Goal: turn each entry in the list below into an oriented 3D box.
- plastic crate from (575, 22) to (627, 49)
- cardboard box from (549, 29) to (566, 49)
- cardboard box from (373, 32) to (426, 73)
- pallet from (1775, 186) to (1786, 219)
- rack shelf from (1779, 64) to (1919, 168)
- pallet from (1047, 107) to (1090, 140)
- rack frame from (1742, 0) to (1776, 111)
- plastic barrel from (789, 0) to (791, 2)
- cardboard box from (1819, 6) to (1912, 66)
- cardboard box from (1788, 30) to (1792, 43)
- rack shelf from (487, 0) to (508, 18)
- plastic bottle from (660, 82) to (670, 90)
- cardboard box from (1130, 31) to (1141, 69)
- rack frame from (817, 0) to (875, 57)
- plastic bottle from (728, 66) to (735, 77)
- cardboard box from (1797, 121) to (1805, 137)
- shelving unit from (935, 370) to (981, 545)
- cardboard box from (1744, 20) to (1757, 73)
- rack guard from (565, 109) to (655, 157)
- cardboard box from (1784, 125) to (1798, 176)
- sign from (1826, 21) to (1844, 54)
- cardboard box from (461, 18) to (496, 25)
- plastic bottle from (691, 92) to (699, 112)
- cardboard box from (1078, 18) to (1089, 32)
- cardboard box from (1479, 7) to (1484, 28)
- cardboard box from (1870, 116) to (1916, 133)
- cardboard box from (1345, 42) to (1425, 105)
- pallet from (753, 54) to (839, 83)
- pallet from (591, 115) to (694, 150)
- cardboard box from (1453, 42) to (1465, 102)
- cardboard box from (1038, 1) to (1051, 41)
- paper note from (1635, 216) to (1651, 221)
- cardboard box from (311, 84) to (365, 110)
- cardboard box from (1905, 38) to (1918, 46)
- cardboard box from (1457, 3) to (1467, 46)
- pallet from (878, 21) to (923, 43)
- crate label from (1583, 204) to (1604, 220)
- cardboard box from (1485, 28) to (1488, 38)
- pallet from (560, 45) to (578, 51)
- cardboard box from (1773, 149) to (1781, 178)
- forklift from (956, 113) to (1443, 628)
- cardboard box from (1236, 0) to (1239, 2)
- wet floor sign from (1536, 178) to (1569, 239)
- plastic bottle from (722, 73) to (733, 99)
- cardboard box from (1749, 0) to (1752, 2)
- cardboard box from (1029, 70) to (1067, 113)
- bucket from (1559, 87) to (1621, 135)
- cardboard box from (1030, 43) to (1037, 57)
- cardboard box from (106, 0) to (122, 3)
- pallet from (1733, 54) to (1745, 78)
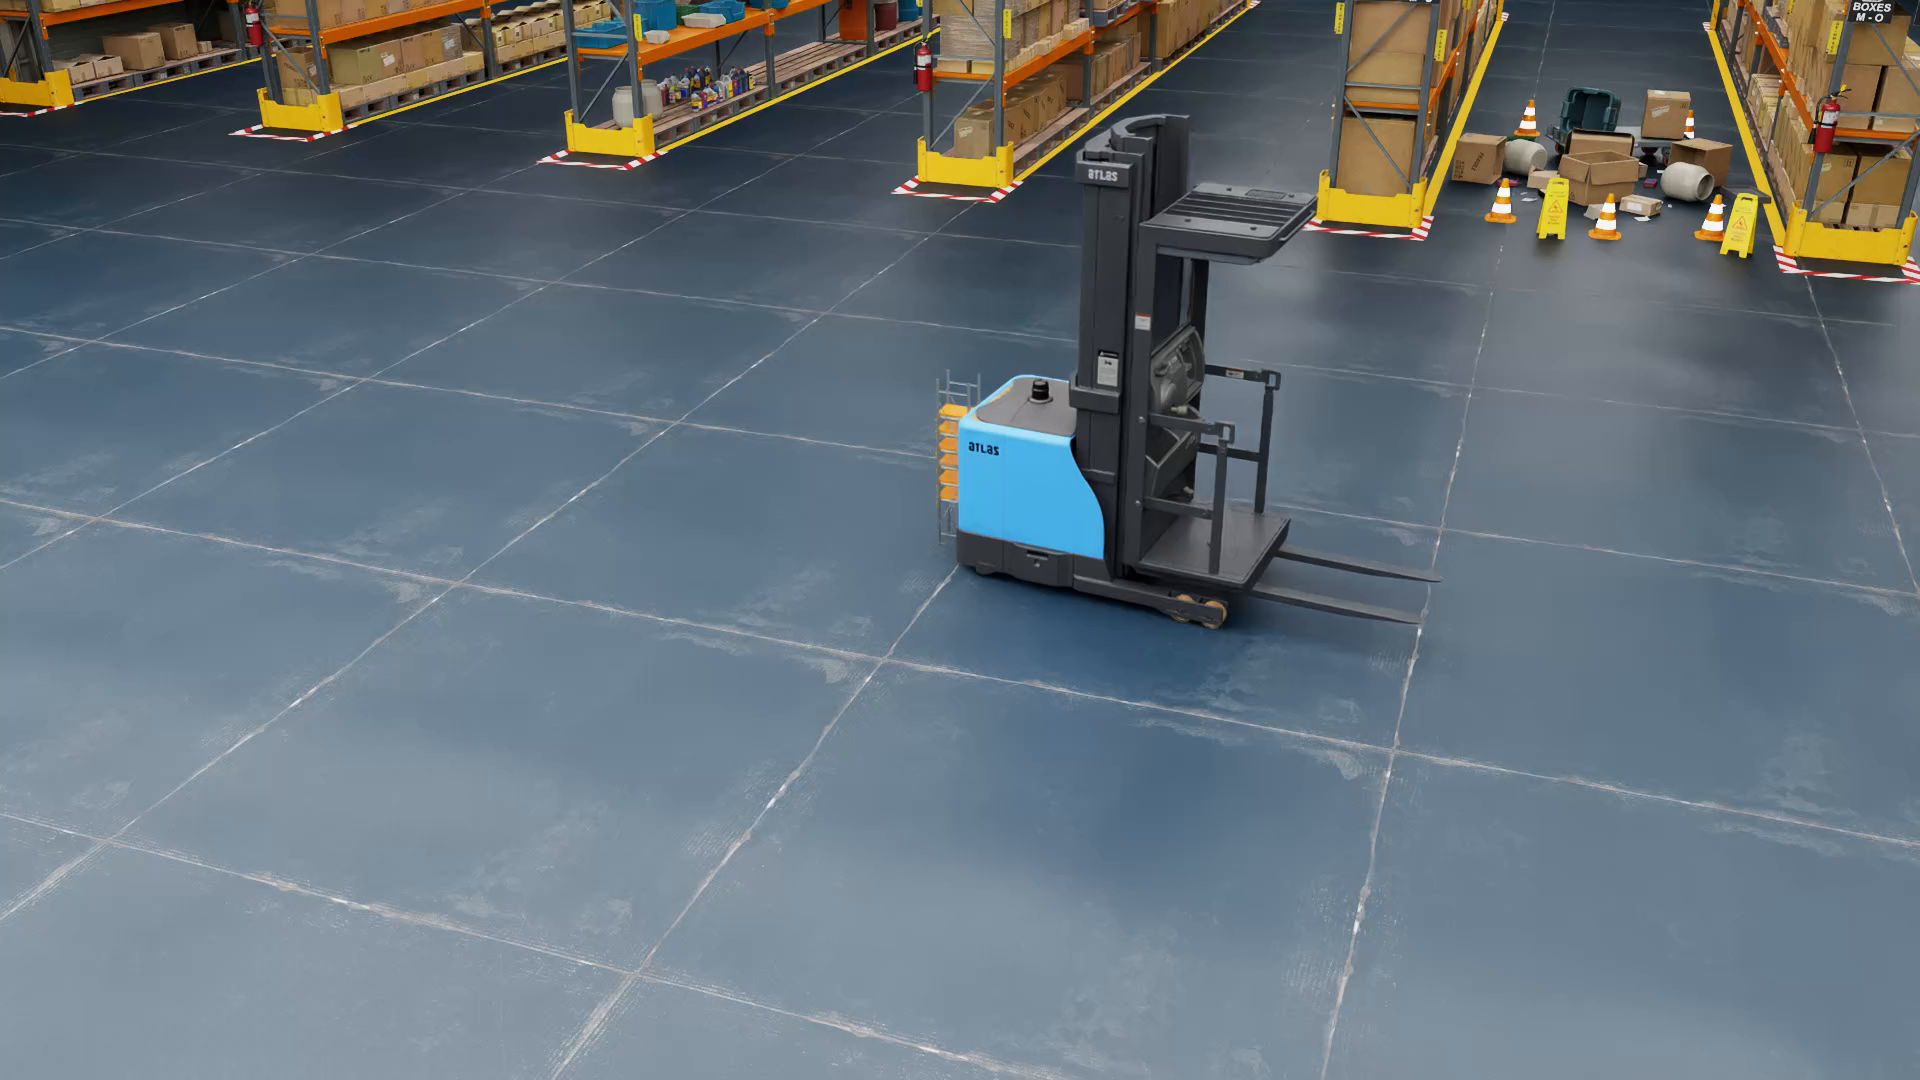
[{"bbox_3d":[-4.745,-6.681,22.001,0.499,0.251,0.616,9,27,17],"label":"plastic crate"},{"bbox_3d":[-7.089,-8.576,28.417,0.500,0.250,0.500,9,27,18],"label":"cardboard box"},{"bbox_3d":[-8.409,-7.312,24.946,0.500,0.500,0.500,9,27,17],"label":"cardboard box"},{"bbox_3d":[10.123,-3.948,19.386,1.003,0.211,1.213,9,27,17],"label":"pallet"},{"bbox_3d":[10.052,-4.842,18.857,1.077,0.370,4.000,9,27,17],"label":"rack shelf"},{"bbox_3d":[1.182,-5.888,23.393,1.003,0.211,1.213,9,27,17],"label":"pallet"},{"bbox_3d":[12.049,-7.631,23.793,1.000,3.000,0.127,9,27,17],"label":"rack frame"},{"bbox_3d":[-2.773,-8.565,25.566,0.433,0.535,0.433,0,26,0],"label":"plastic barrel"},{"bbox_3d":[9.351,-5.214,17.197,0.700,0.500,0.500,8,27,16],"label":"cardboard box"},{"bbox_3d":[10.629,-6.315,20.880,0.380,0.149,0.250,9,27,18],"label":"cardboard box"},{"bbox_3d":[-7.302,-9.361,28.190,1.077,0.370,4.000,9,27,17],"label":"rack shelf"},{"bbox_3d":[-4.276,-6.446,23.965,0.152,0.276,0.135,8,27,16],"label":"plastic bottle"},{"bbox_3d":[2.499,-7.863,26.635,0.700,0.500,0.500,7,27,15],"label":"cardboard box"},{"bbox_3d":[-1.967,-9.786,28.244,1.000,3.000,0.127,9,27,17],"label":"rack frame"},{"bbox_3d":[-3.377,-6.863,24.741,0.144,0.351,0.185,9,27,17],"label":"plastic bottle"},{"bbox_3d":[9.553,-4.555,18.508,0.380,0.149,0.250,9,27,18],"label":"cardboard box"},{"bbox_3d":[-0.011,-0.536,11.203,0.258,1.200,0.189,10,27,19],"label":"shelving unit"},{"bbox_3d":[12.956,-7.869,26.240,0.875,0.875,0.875,10,27,19],"label":"cardboard box"},{"bbox_3d":[-4.648,-5.412,22.077,1.175,0.500,0.348,9,27,17],"label":"rack guard"},{"bbox_3d":[9.752,-4.421,18.975,0.500,0.500,0.500,8,27,16],"label":"cardboard box"},{"bbox_3d":[8.870,-5.096,16.865,0.100,0.325,0.005,9,27,17],"label":"sign"},{"bbox_3d":[-7.936,-8.489,27.594,0.500,0.311,0.500,10,27,19],"label":"cardboard box"},{"bbox_3d":[-3.732,-6.169,23.398,0.097,0.271,0.097,0,26,0],"label":"plastic bottle"},{"bbox_3d":[1.578,-7.180,23.150,0.380,0.149,0.250,9,27,17],"label":"cardboard box"},{"bbox_3d":[8.323,-8.581,27.281,0.500,0.250,0.500,8,27,15],"label":"cardboard box"},{"bbox_3d":[9.695,-4.340,17.284,0.380,0.149,0.250,9,27,18],"label":"cardboard box"},{"bbox_3d":[4.766,-5.246,18.695,0.875,0.550,0.550,9,27,17],"label":"cardboard box"},{"bbox_3d":[-2.669,-7.719,27.174,1.003,0.211,1.213,9,27,17],"label":"pallet"},{"bbox_3d":[-4.373,-5.615,22.828,1.003,0.211,1.213,9,27,17],"label":"pallet"},{"bbox_3d":[6.772,-6.887,24.355,1.050,0.750,0.750,9,27,18],"label":"cardboard box"},{"bbox_3d":[0.688,-6.807,21.635,0.875,0.500,0.500,9,27,17],"label":"cardboard box"},{"bbox_3d":[7.824,-3.684,19.048,0.148,0.019,0.142,0,26,-1],"label":"paper note"},{"bbox_3d":[-8.911,-6.358,23.837,0.500,0.250,0.500,9,27,17],"label":"cardboard box"},{"bbox_3d":[10.305,-5.310,18.542,0.500,0.500,0.500,8,27,16],"label":"cardboard box"},{"bbox_3d":[6.445,-6.886,22.138,0.500,0.500,0.500,9,27,18],"label":"cardboard box"},{"bbox_3d":[-1.336,-9.361,30.565,1.003,0.211,1.213,9,27,17],"label":"pallet"},{"bbox_3d":[7.356,-3.772,19.107,0.250,0.136,0.298,-5,26,-9],"label":"crate label"},{"bbox_3d":[9.102,-8.960,29.327,0.380,0.149,0.250,8,27,15],"label":"cardboard box"},{"bbox_3d":[-6.948,-8.919,29.652,1.003,0.211,1.213,9,27,17],"label":"pallet"},{"bbox_3d":[10.100,-4.514,20.029,0.500,0.250,0.500,10,28,20],"label":"cardboard box"},{"bbox_3d":[1.531,-1.034,10.247,3.031,2.935,1.130,12,28,23],"label":"forklift"},{"bbox_3d":[5.228,-11.314,33.355,0.875,0.875,0.875,9,27,17],"label":"cardboard box"},{"bbox_3d":[6.543,-3.661,18.295,0.267,0.644,0.232,4,26,8],"label":"wet floor sign"},{"bbox_3d":[-3.412,-6.630,24.261,0.144,0.351,0.185,9,27,17],"label":"plastic bottle"},{"bbox_3d":[12.453,-8.440,25.634,0.500,0.250,0.500,8,27,17],"label":"cardboard box"},{"bbox_3d":[1.202,-6.330,23.491,0.500,0.500,0.500,8,27,16],"label":"cardboard box"},{"bbox_3d":[8.145,-5.484,21.370,0.726,0.611,0.620,20,22,35],"label":"bucket"},{"bbox_3d":[0.771,-6.265,21.259,0.380,0.149,0.250,9,27,17],"label":"cardboard box"},{"bbox_3d":[-13.175,-8.456,25.644,0.500,0.250,0.500,8,27,17],"label":"cardboard box"},{"bbox_3d":[13.194,-7.692,27.118,1.003,0.211,1.213,9,27,17],"label":"pallet"}]
